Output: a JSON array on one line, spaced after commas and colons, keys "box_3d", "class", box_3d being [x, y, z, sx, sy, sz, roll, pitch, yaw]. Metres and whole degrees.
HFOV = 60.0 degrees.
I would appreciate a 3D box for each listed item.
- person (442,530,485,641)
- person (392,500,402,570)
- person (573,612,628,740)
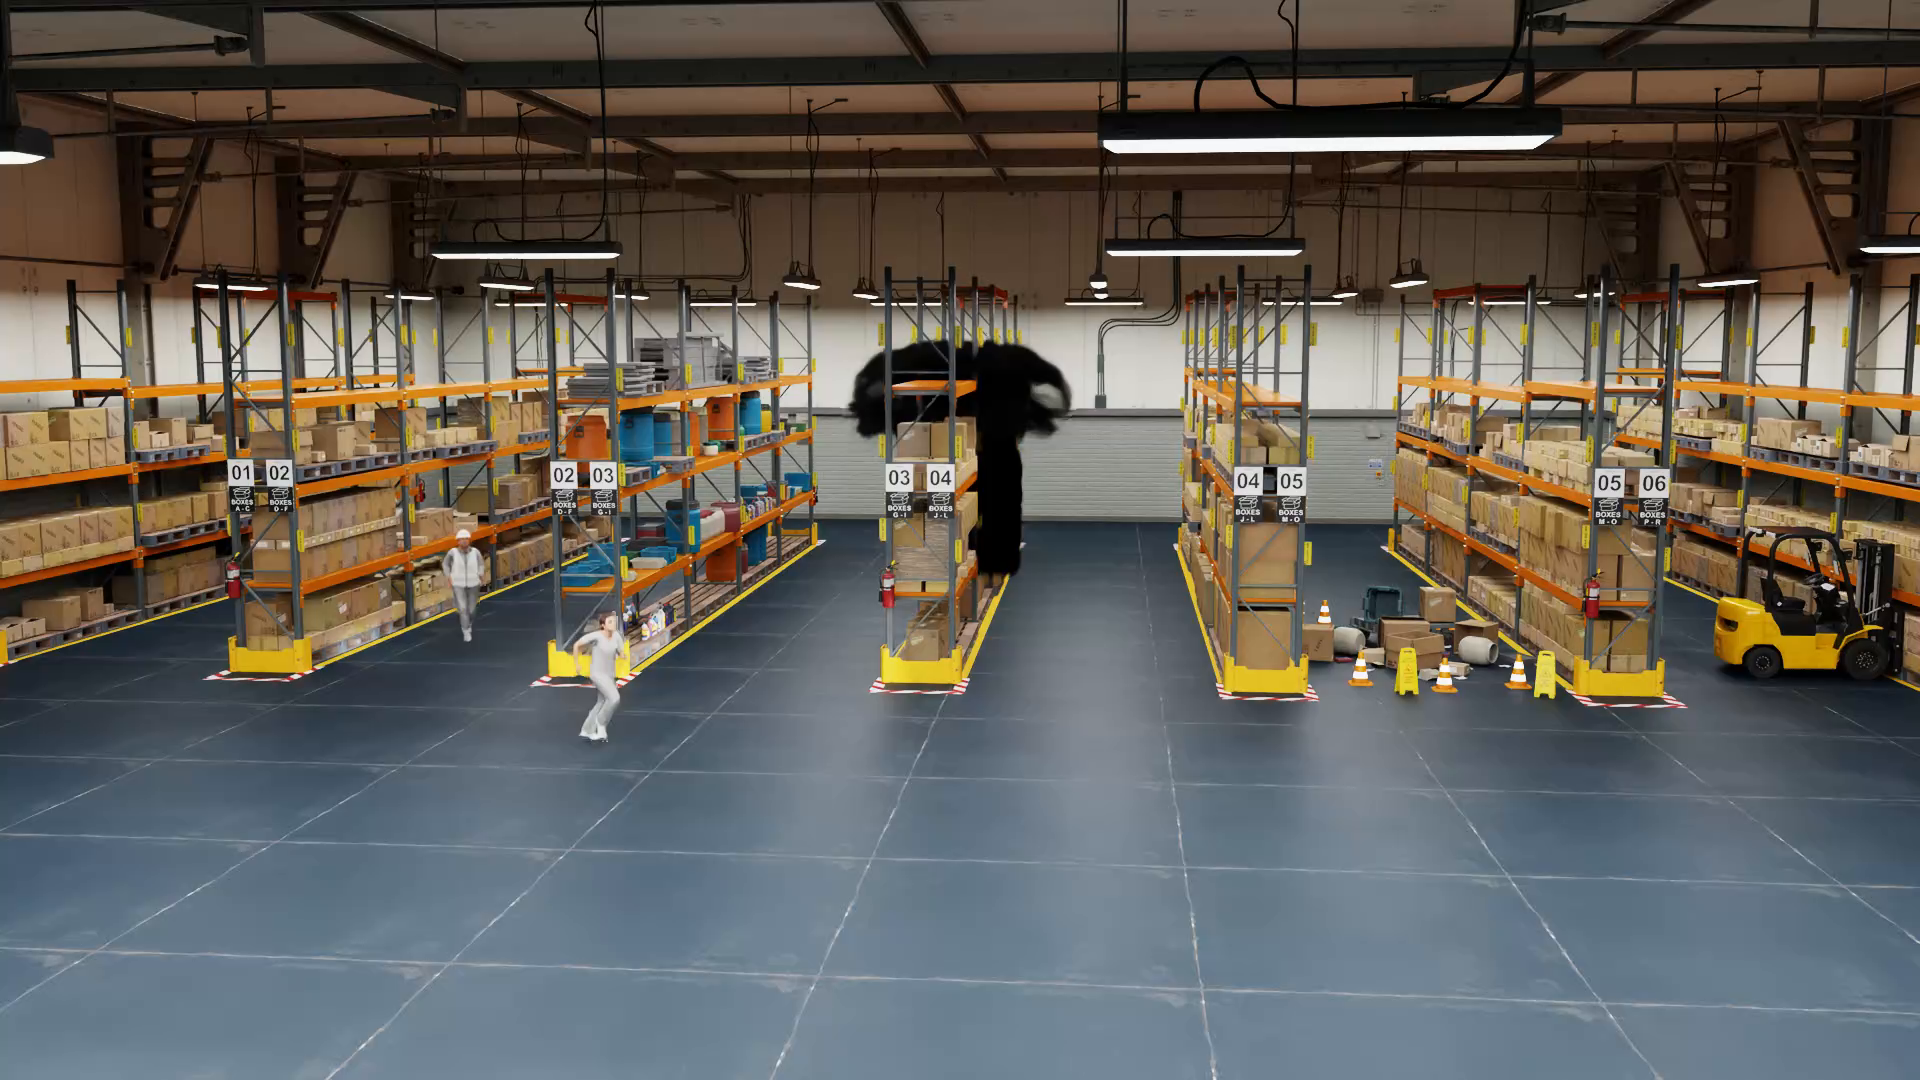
[{"box_3d": [-7.817, 0.693, 26.230, 0.648, 1.741, 0.760, -3, 8, -25], "class": "person"}, {"box_3d": [-11.722, -0.051, 34.679, 0.632, 1.732, 0.897, 1, 7, 6], "class": "person"}, {"box_3d": [-4.402, 1.694, 20.524, 0.746, 1.612, 0.598, 5, 9, 36], "class": "person"}]
